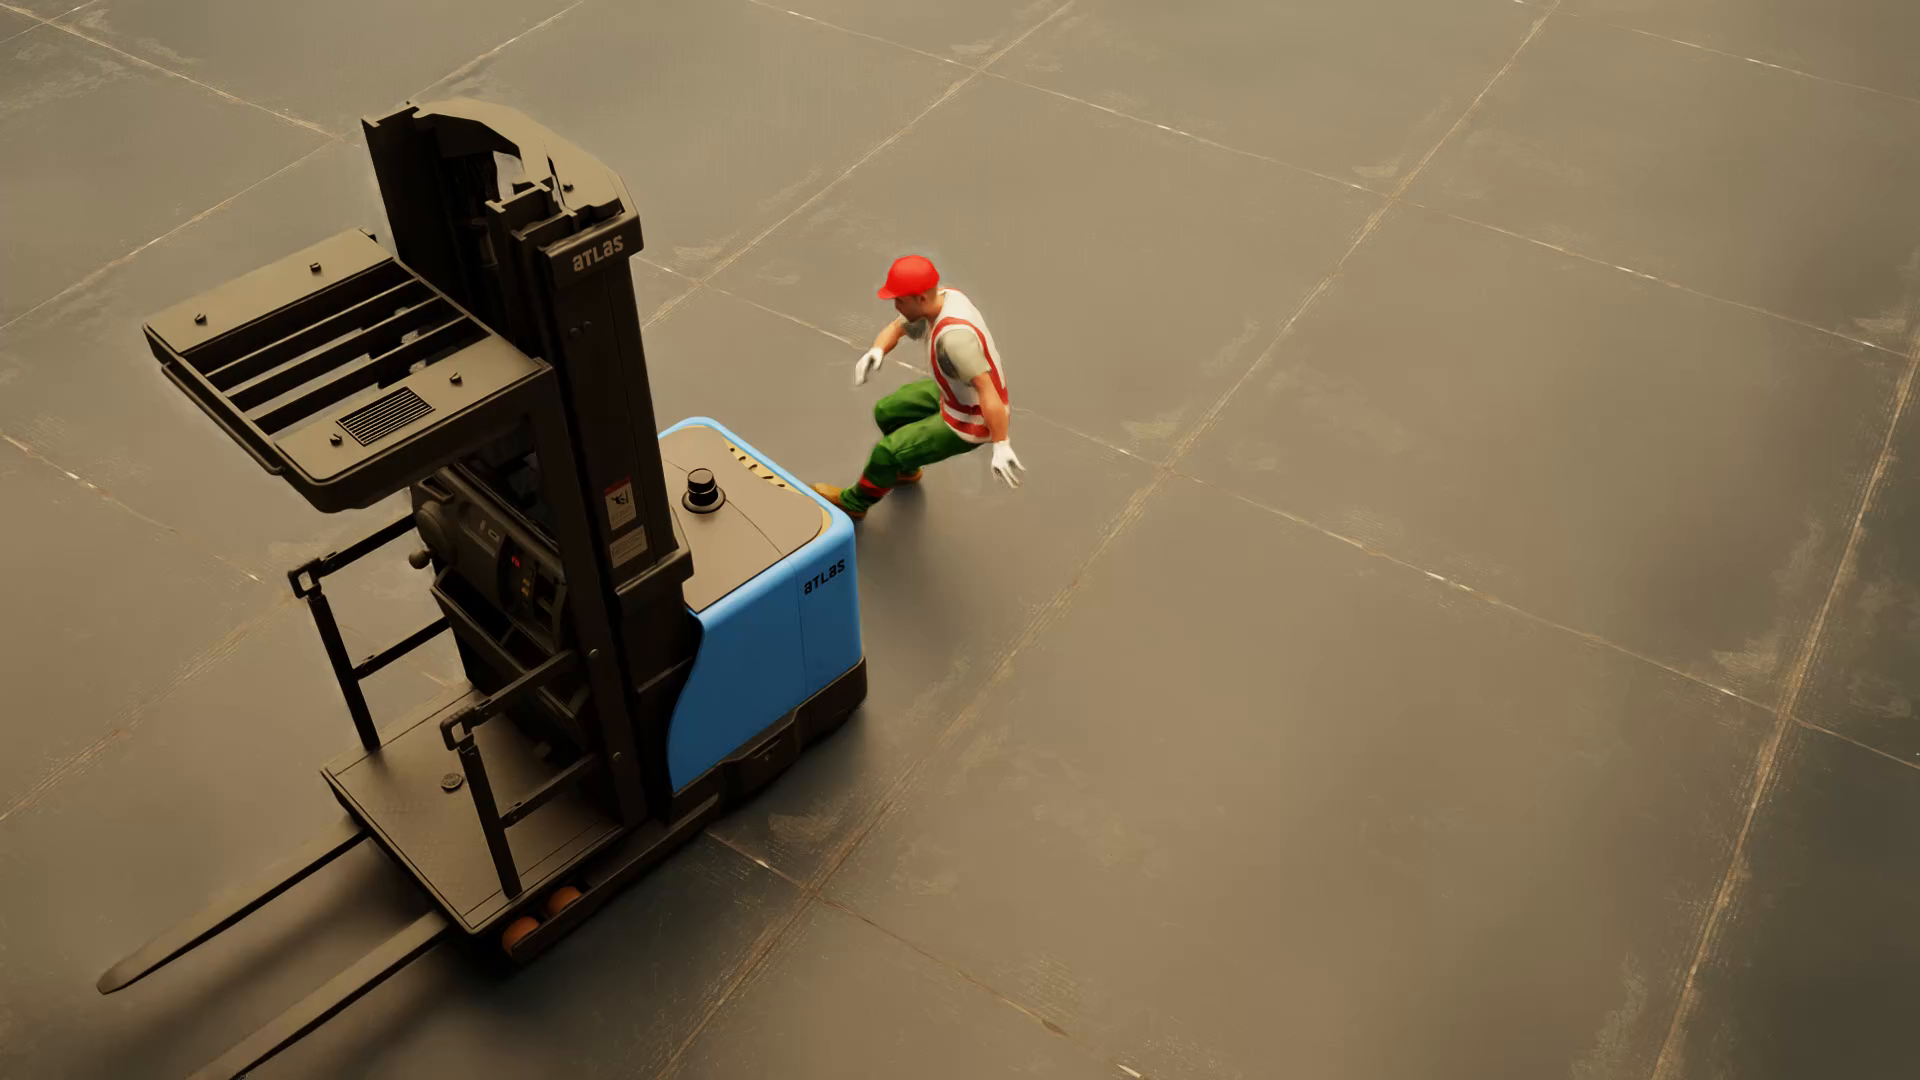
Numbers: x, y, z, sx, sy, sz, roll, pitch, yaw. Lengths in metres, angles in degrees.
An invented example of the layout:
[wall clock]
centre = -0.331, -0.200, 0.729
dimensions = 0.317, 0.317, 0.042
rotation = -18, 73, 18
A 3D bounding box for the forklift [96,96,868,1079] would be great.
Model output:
[forklift]
centre = -1.798, 0.121, 5.721
dimensions = 3.031, 2.935, 1.130
rotation = -34, 53, -31

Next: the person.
[person]
centre = -0.227, -0.536, 7.470
dimensions = 0.965, 1.507, 1.087
rotation = -2, 44, -2
